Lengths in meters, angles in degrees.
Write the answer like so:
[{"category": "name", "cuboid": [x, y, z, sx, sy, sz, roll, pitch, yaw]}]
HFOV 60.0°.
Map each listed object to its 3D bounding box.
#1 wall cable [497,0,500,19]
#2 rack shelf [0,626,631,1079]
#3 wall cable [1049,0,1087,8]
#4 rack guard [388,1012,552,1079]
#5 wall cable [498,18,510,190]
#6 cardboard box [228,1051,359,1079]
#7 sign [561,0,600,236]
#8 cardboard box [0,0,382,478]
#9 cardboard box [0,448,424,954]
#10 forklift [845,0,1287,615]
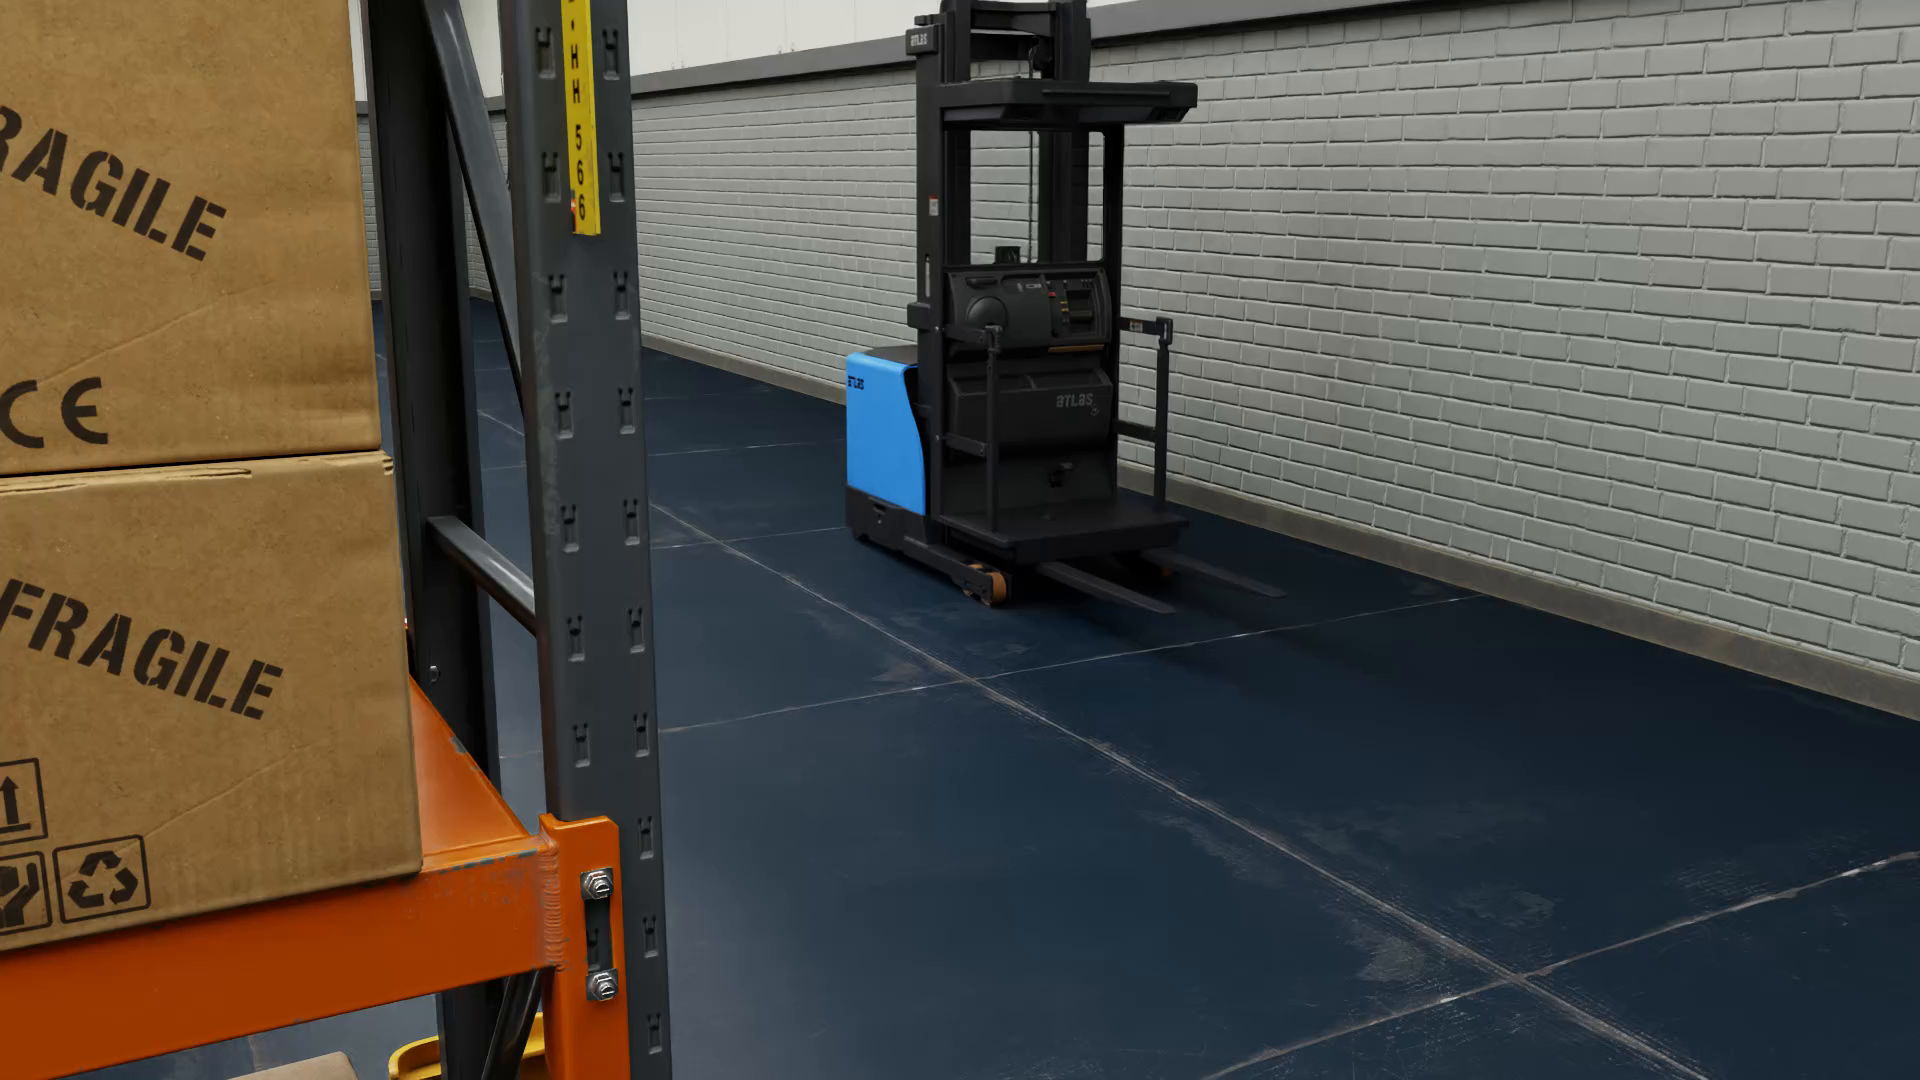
[{"category": "wall cable", "cuboid": [-6.104, -8.581, 22.814, 0.112, 2.526, 3.097, -7, 14, -28]}, {"category": "rack shelf", "cuboid": [-2.423, 0.634, 1.598, 4.000, 0.370, 1.077, -7, 14, -28]}, {"category": "wall cable", "cuboid": [1.198, -6.264, 9.620, 0.120, 5.999, 2.277, -7, 14, -28]}, {"category": "rack guard", "cuboid": [-0.647, 1.290, 2.739, 0.348, 0.500, 1.175, -7, 14, -28]}, {"category": "wall cable", "cuboid": [-7.401, -6.639, 25.685, 0.112, 2.526, 3.097, -7, 14, -28]}, {"category": "cardboard box", "cuboid": [-1.199, 1.207, 2.295, 0.875, 0.438, 0.875, -7, 15, -30]}, {"category": "sign", "cuboid": [-0.420, -0.502, 1.829, 0.005, 0.325, 0.100, -7, 14, -28]}, {"category": "cardboard box", "cuboid": [-0.977, -0.367, 1.904, 0.500, 0.500, 0.500, -6, 14, -26]}, {"category": "cardboard box", "cuboid": [-0.964, 0.126, 1.991, 0.500, 0.500, 0.500, -7, 14, -28]}, {"category": "forklift", "cuboid": [0.469, -1.222, 8.363, 1.130, 2.935, 3.031, -7, 14, -27]}]
